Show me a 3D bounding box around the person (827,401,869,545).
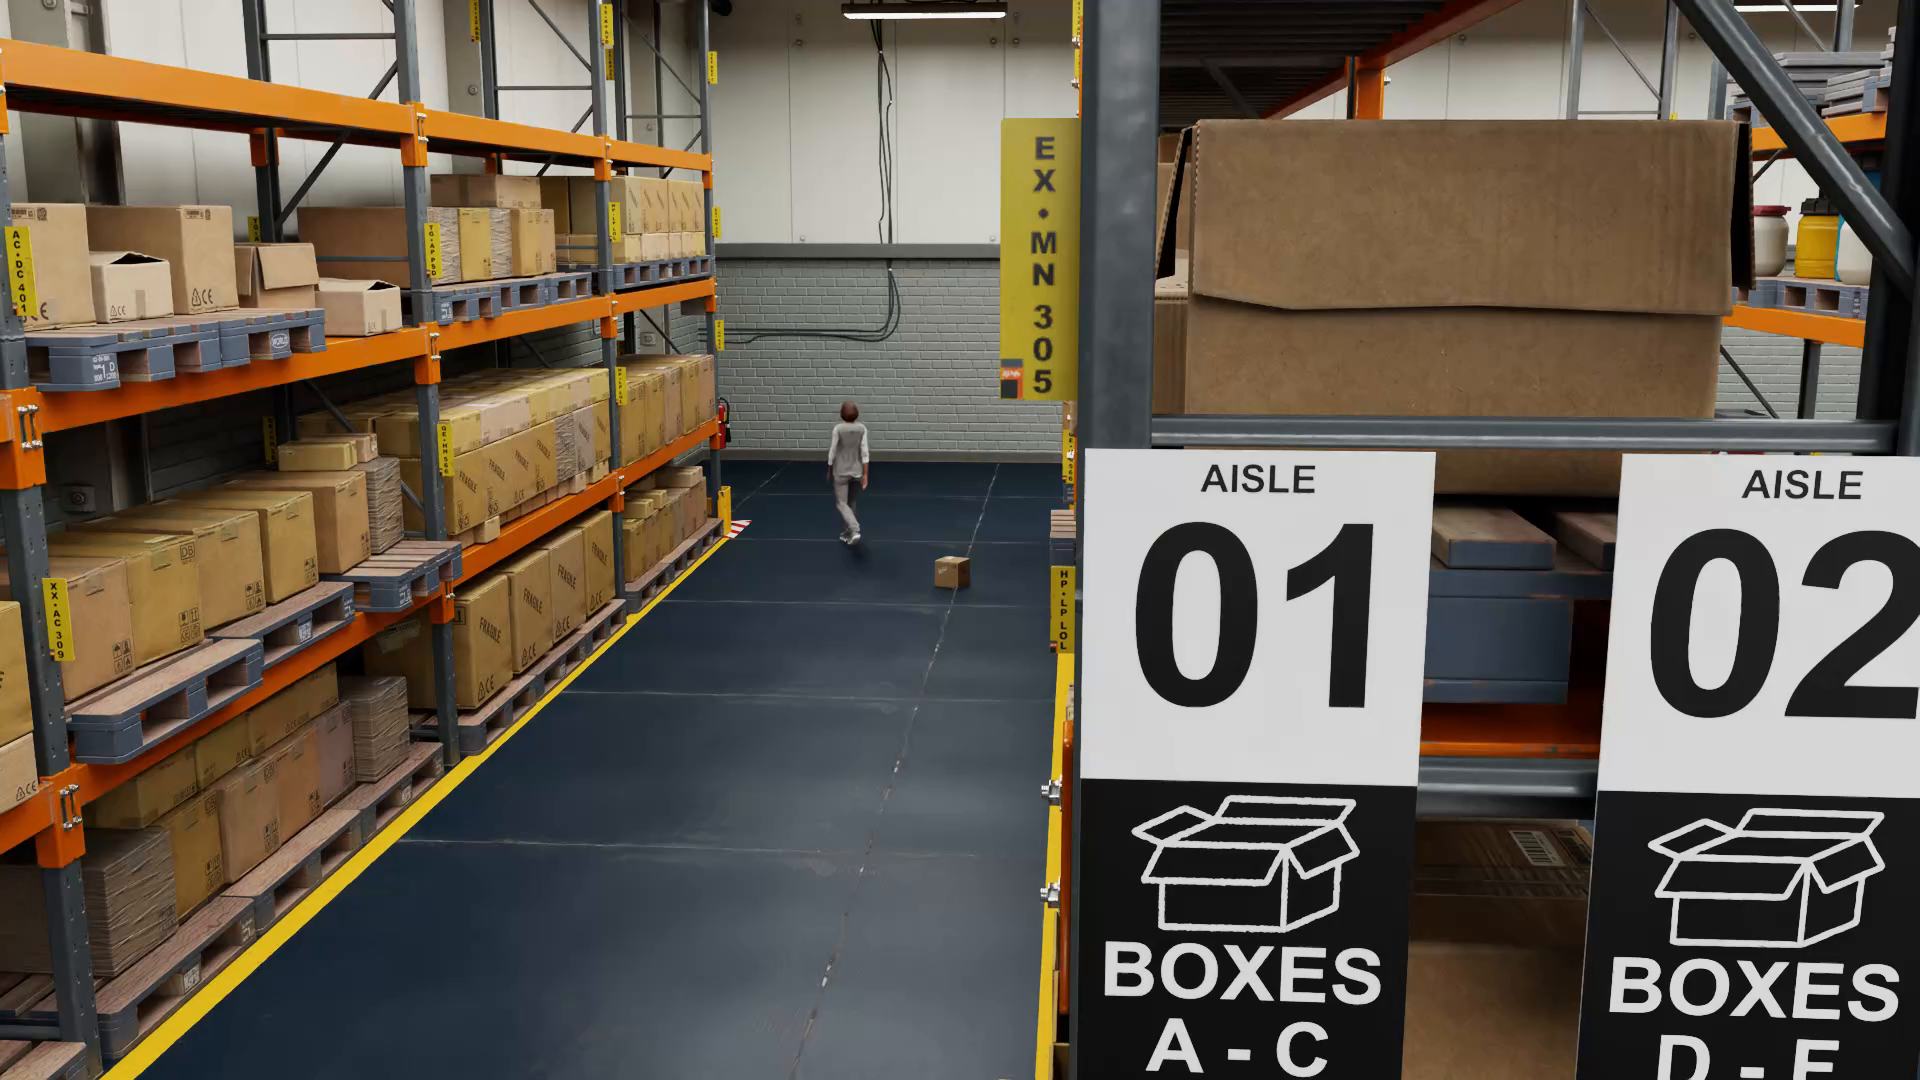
[{"bbox_3d":[-1.171,-0.697,17.513,0.406,1.549,0.882,-5,12,-24],"label":"person"}]
